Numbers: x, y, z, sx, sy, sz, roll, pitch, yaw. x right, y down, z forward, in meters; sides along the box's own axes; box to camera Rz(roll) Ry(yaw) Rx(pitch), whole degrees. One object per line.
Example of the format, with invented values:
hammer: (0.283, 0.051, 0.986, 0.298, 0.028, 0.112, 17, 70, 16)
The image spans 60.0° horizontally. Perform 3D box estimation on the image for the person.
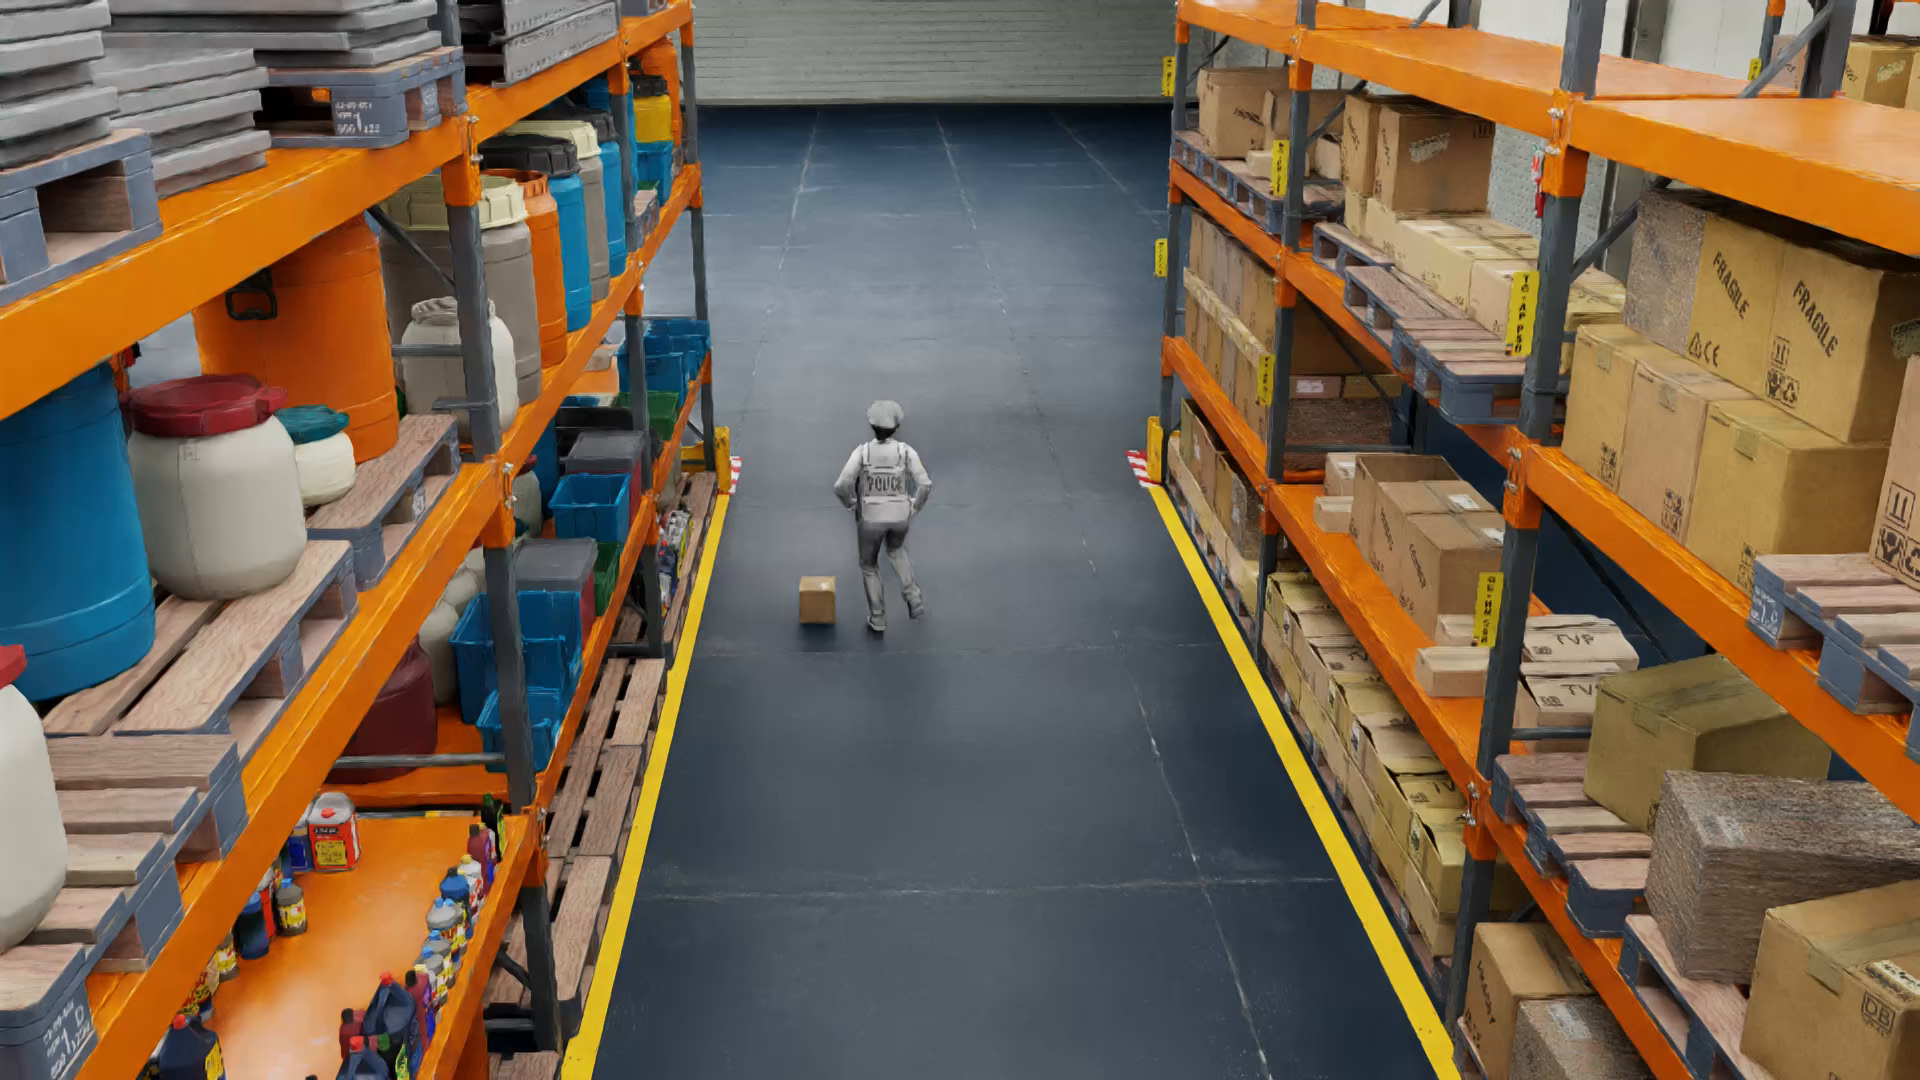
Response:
person: (-0.560, -0.170, 11.543, 0.655, 1.667, 0.468, -7, 22, -18)
